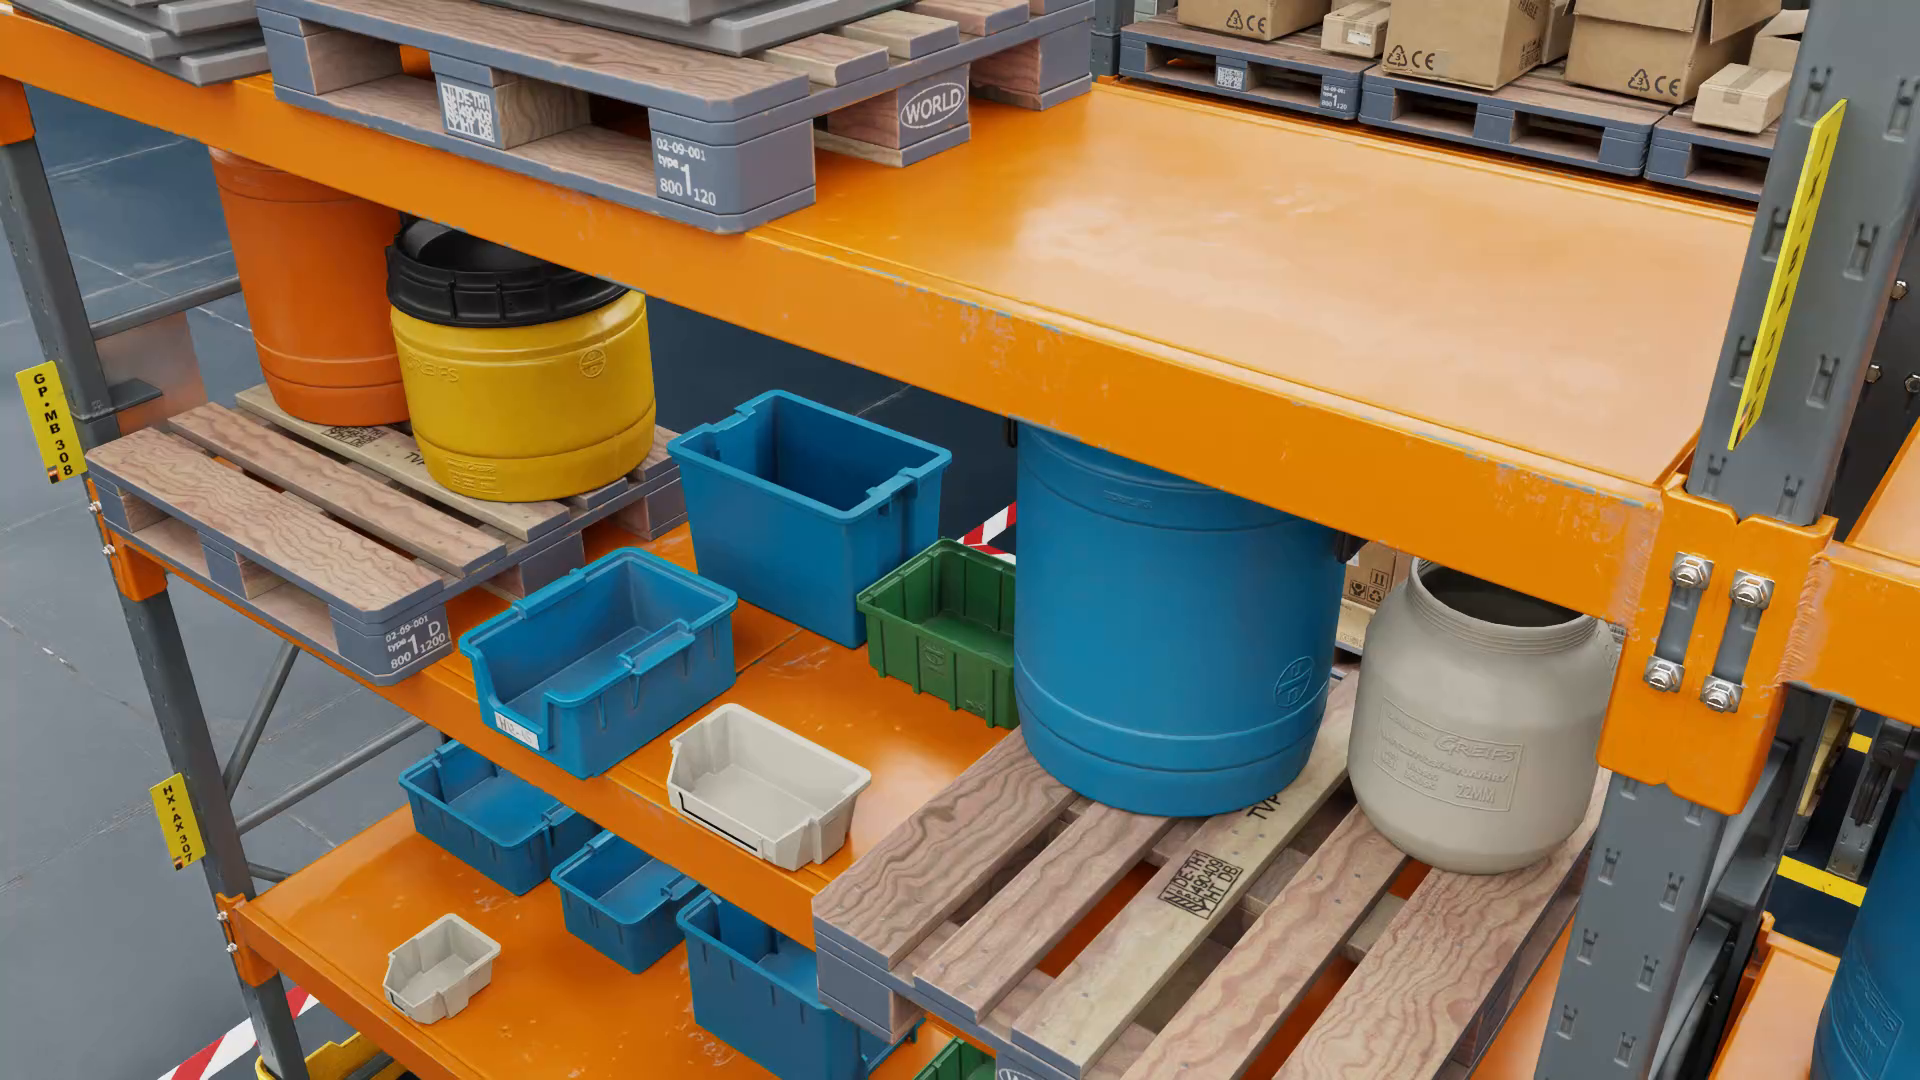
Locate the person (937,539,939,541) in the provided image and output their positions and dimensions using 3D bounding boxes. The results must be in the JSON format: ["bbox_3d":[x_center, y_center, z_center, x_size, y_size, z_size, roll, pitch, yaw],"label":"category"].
[{"bbox_3d":[-0.034,0.737,6.897,0.534,1.631,0.435,21,37,30],"label":"person"}]
